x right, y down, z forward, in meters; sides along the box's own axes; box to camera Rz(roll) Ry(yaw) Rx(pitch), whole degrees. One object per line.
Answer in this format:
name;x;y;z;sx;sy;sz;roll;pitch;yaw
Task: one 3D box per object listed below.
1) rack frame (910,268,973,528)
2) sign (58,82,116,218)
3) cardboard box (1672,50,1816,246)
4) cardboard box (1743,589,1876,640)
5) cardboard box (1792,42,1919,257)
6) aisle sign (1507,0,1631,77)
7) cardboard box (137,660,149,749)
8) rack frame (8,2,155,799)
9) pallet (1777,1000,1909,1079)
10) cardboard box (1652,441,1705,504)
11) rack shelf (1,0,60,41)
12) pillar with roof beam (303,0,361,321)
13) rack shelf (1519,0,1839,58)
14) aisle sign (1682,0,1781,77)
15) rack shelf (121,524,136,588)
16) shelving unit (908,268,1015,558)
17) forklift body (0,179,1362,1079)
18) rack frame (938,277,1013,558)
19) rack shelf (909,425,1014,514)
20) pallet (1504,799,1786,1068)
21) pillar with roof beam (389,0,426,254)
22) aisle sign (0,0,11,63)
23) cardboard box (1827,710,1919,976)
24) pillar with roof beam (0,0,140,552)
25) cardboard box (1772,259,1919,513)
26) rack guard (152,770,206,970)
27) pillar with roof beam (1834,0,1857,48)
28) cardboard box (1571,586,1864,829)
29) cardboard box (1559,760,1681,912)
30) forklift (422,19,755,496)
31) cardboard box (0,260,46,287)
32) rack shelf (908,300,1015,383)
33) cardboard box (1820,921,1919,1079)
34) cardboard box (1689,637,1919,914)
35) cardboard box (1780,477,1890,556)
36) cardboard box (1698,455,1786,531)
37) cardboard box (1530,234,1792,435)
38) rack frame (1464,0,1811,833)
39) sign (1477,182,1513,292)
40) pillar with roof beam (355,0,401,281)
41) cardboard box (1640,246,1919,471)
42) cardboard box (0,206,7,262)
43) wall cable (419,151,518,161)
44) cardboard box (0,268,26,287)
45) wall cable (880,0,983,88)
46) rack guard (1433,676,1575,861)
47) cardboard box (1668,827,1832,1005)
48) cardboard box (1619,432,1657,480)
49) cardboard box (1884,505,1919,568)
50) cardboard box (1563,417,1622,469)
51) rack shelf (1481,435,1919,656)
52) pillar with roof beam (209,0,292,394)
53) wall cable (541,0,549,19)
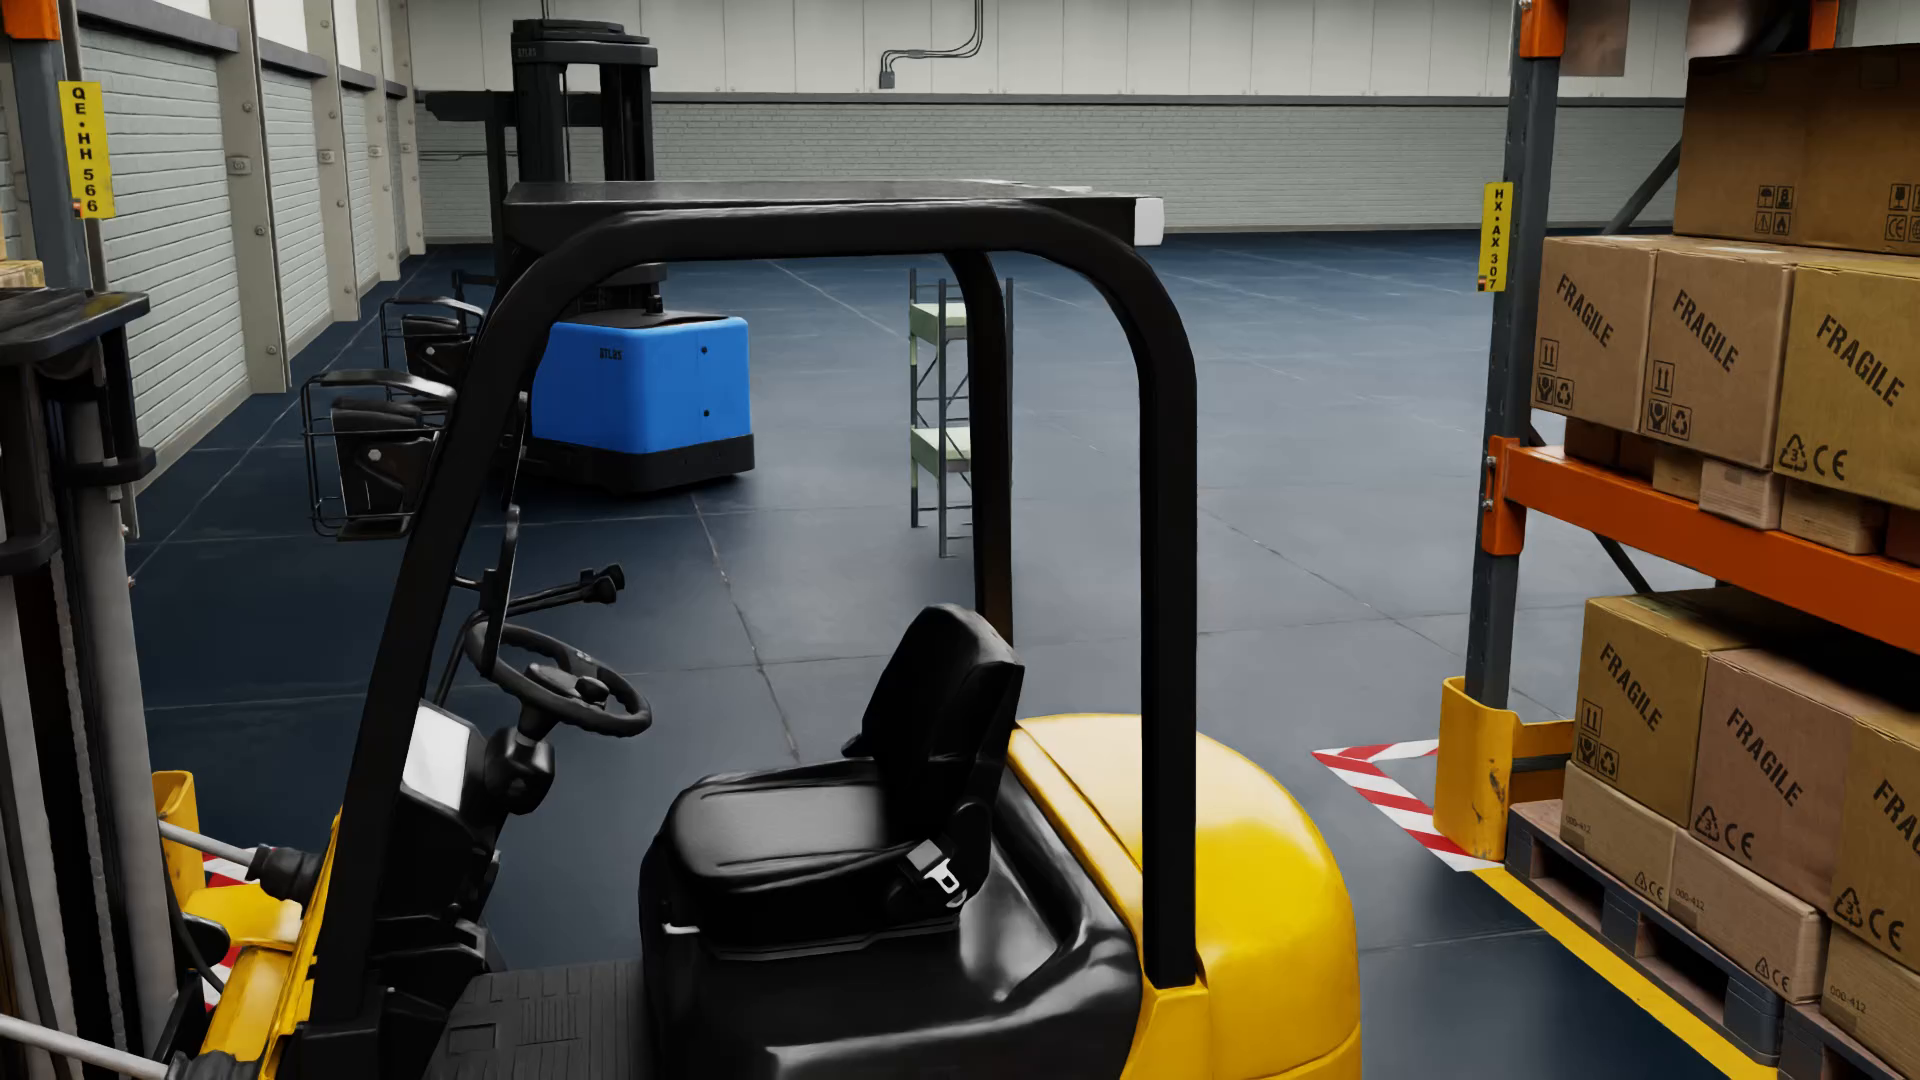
rack frame;-0.088;-0.815;9.601;0.400;1.500;0.023;-3;14;-13
sign;-2.141;-0.954;4.074;0.100;0.325;0.005;-3;14;-13
cardboard box;2.484;-1.100;4.666;0.700;0.500;0.500;-4;14;-15
cardboard box;2.594;0.411;4.755;0.500;0.500;0.500;-3;14;-13
cardboard box;2.596;-0.983;4.187;0.700;0.500;0.500;-3;14;-13
aisle sign;1.836;-1.787;4.944;0.394;0.787;0.004;-3;14;-13
cardboard box;-2.261;0.485;3.923;0.500;0.250;0.500;-3;14;-11
rack frame;-2.672;-0.250;4.129;1.000;3.000;0.127;-3;14;-13
pallet;2.609;1.315;3.599;1.003;0.211;1.213;-3;14;-13
cardboard box;2.087;-0.192;4.422;0.380;0.149;0.250;-4;14;-15
rack shelf;-2.202;-0.896;1.970;1.077;0.370;4.000;-3;14;-13
pillar with roof beam;-3.427;-7.346;20.532;9.100;9.000;0.400;-3;14;-13
rack shelf;2.622;-1.174;3.106;1.077;0.370;4.000;-3;14;-13
aisle sign;2.419;-1.821;5.081;0.394;0.787;0.004;-3;14;-13
rack shelf;-2.202;0.561;2.326;1.077;0.370;4.000;-3;14;-13
shelving unit;-0.002;-0.730;9.255;0.431;1.500;0.755;-3;14;-13
forklift body;-0.453;0.498;2.855;2.313;2.155;1.214;-3;14;-13
rack frame;0.084;-0.646;8.910;0.400;1.500;0.023;-3;14;-13
rack shelf;-0.002;-0.413;9.333;0.431;0.370;0.720;-3;14;-13
pallet;2.326;1.034;4.749;1.003;0.211;1.213;-3;14;-13
pillar with roof beam;-6.246;-10.114;31.864;9.100;9.000;0.400;-3;14;-13
aisle sign;-2.402;-1.544;3.949;0.394;0.787;0.004;-3;14;-13
cardboard box;2.316;0.684;3.637;0.500;0.500;0.500;-3;14;-12
pillar with roof beam;-0.609;-4.577;9.201;9.100;9.000;0.400;-3;14;-13
cardboard box;2.239;-0.359;3.738;0.500;0.500;0.500;-4;14;-14
rack guard;-2.678;0.959;4.448;1.175;0.500;0.348;-3;14;-13
pillar with roof beam;16.004;-11.390;37.086;9.100;9.000;0.400;-3;14;-13
cardboard box;2.079;0.447;4.605;0.500;0.500;0.500;-4;14;-15
cardboard box;2.073;0.806;4.716;0.500;0.250;0.500;-3;14;-14
forklift;-2.835;-1.962;11.282;3.031;2.935;1.130;11;17;37
cardboard box;-2.318;-0.549;3.776;0.380;0.149;0.250;-3;14;-12
rack shelf;-0.002;-1.109;9.163;0.431;0.370;0.720;-3;14;-13
cardboard box;2.326;1.049;3.720;0.500;0.250;0.500;-2;14;-9
cardboard box;2.206;0.568;4.112;0.500;0.500;0.500;-4;14;-15
cardboard box;2.196;-0.073;3.936;0.380;0.149;0.250;-3;14;-12
cardboard box;2.102;-0.131;4.172;0.380;0.149;0.250;-3;14;-12
cardboard box;1.994;-0.596;4.707;0.500;0.500;0.500;-4;14;-14
rack frame;2.152;-0.527;5.265;1.000;3.000;0.127;-3;14;-13
sign;1.625;-0.917;5.038;0.100;0.325;0.005;-3;14;-13
pillar with roof beam;-4.836;-8.730;26.198;9.100;9.000;0.400;-3;14;-13
cardboard box;2.118;-0.476;4.219;0.500;0.500;0.500;-3;14;-11
cardboard box;-2.383;-0.687;3.714;0.380;0.149;0.250;-3;14;-13
wall cable;-9.837;-9.119;34.333;3.097;2.526;0.112;-3;14;-13
cardboard box;-2.229;-0.492;3.542;0.380;0.149;0.250;-3;14;-12
wall cable;-0.605;-12.805;35.712;2.305;6.003;0.169;-3;14;-13
rack guard;2.170;0.705;5.490;1.175;0.500;0.348;-3;14;-13
cardboard box;2.185;0.924;4.233;0.500;0.250;0.500;-3;14;-11
cardboard box;2.104;-0.258;4.691;0.380;0.149;0.250;-3;14;-12
cardboard box;2.316;-0.016;3.700;0.380;0.149;0.250;-3;14;-11
cardboard box;2.031;-0.315;4.927;0.380;0.149;0.250;-3;14;-13
rack shelf;2.622;0.284;3.462;1.077;0.370;4.000;-3;14;-13
pillar with roof beam;-2.018;-5.961;14.867;9.100;9.000;0.400;-3;14;-13
wall cable;-7.207;-11.723;34.351;3.097;2.526;0.112;-3;14;-13
